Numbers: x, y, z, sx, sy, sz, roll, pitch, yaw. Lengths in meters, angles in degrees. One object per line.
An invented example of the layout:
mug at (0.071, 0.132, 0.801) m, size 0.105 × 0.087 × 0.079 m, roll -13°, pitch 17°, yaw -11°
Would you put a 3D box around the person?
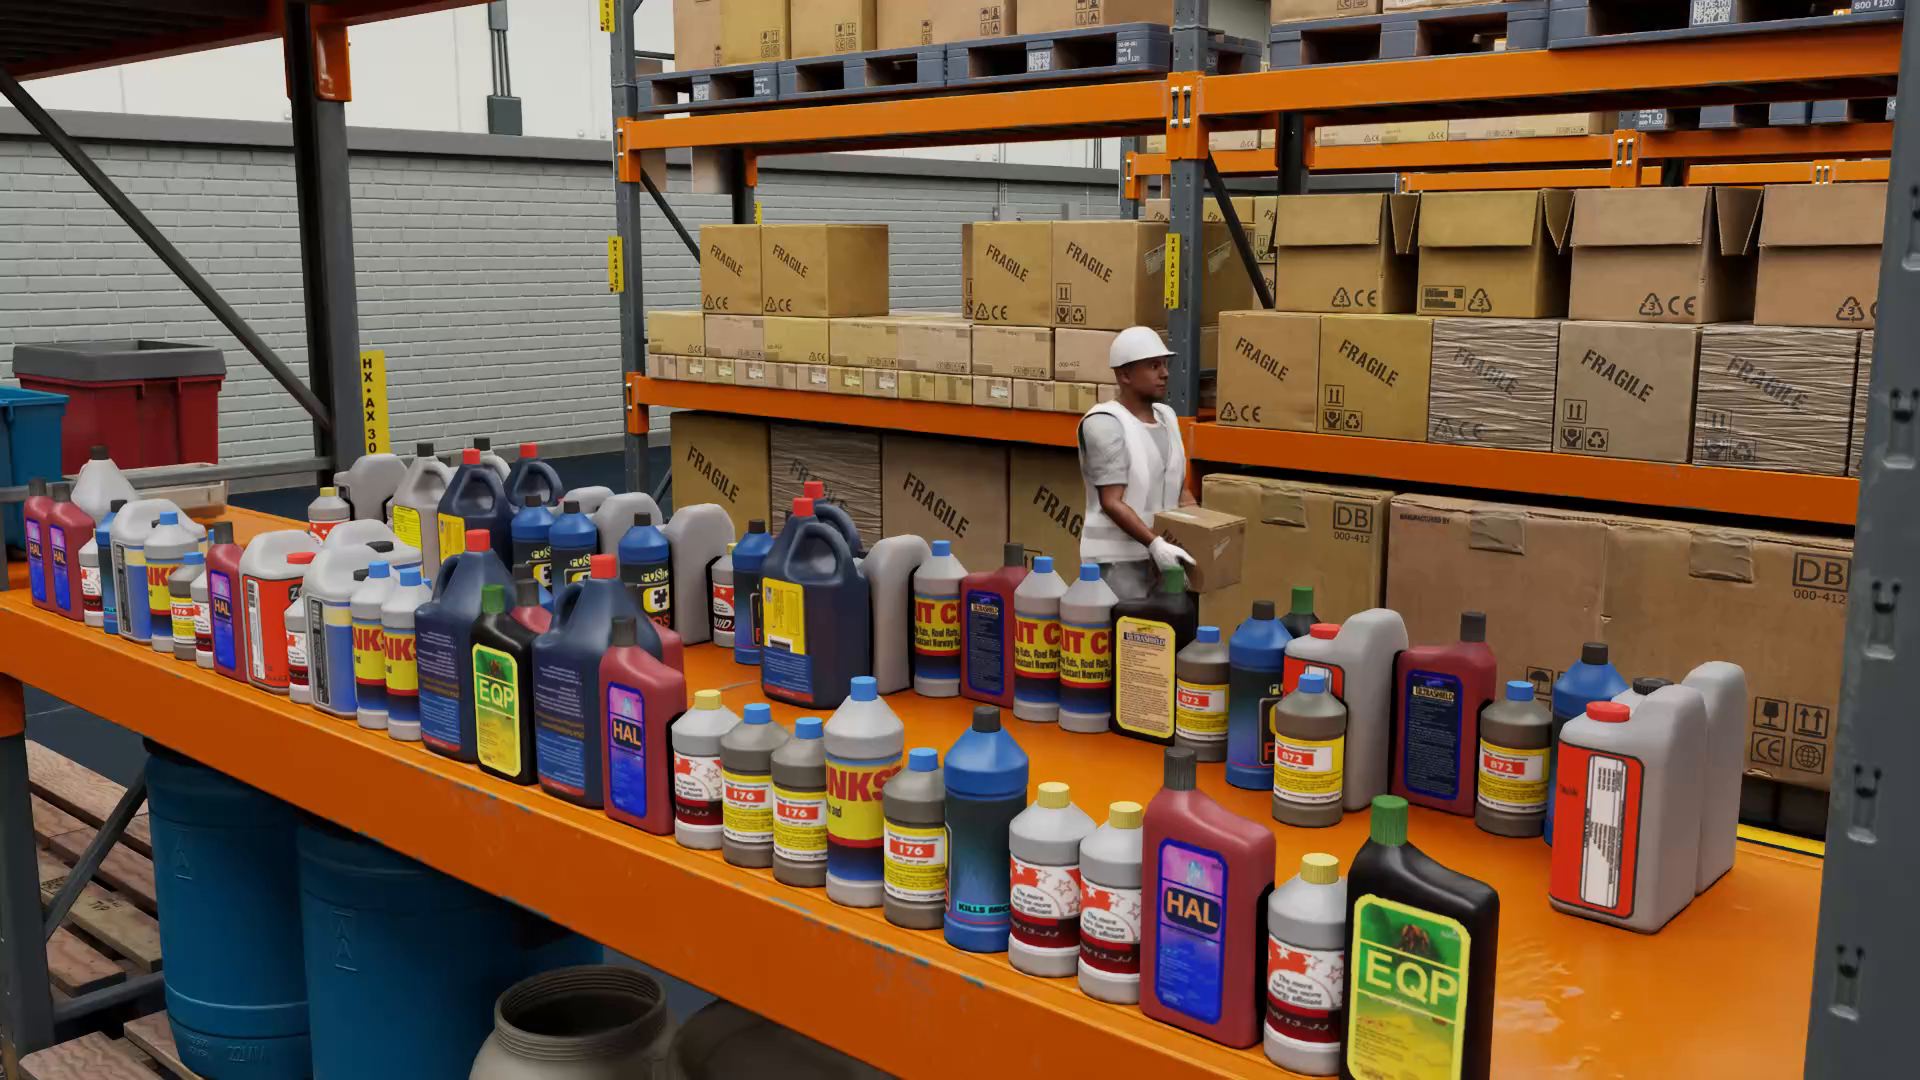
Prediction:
person at (0.741, 0.093, 6.312) m, size 0.541 × 1.789 × 0.532 m, roll 9°, pitch 13°, yaw 40°
